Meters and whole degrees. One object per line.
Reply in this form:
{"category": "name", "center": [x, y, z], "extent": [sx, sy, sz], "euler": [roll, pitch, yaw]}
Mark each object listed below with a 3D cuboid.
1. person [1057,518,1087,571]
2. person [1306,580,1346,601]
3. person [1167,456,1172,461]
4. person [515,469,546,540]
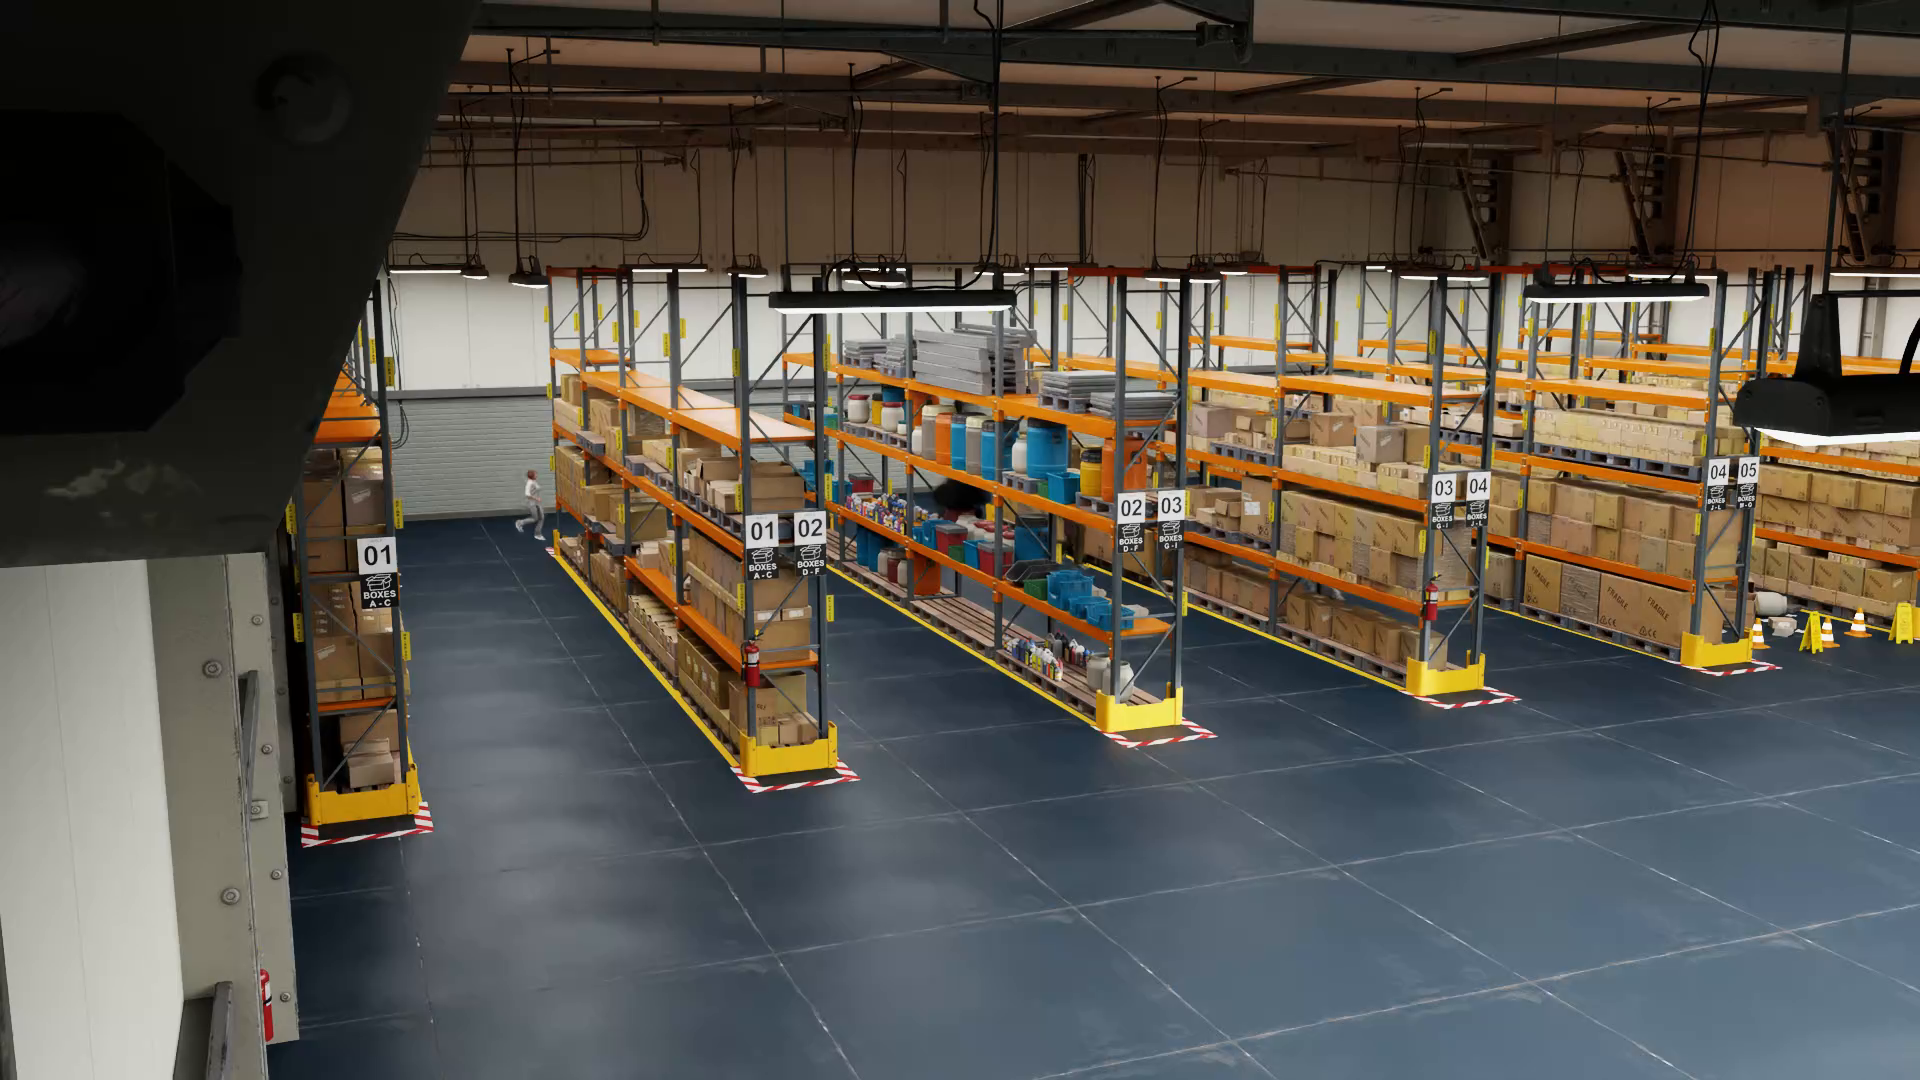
{"category": "person", "center": [2.158, -0.340, 31.868], "extent": [0.712, 1.778, 0.918], "euler": [-6, 12, -33]}
{"category": "person", "center": [6.764, 0.185, 30.453], "extent": [0.708, 1.788, 0.852], "euler": [-7, 12, -34]}
{"category": "person", "center": [4.793, -1.113, 38.338], "extent": [0.617, 1.655, 0.503], "euler": [-4, 11, -22]}
{"category": "person", "center": [-9.462, -0.775, 36.683], "extent": [0.629, 1.584, 0.546], "euler": [0, 10, 2]}
